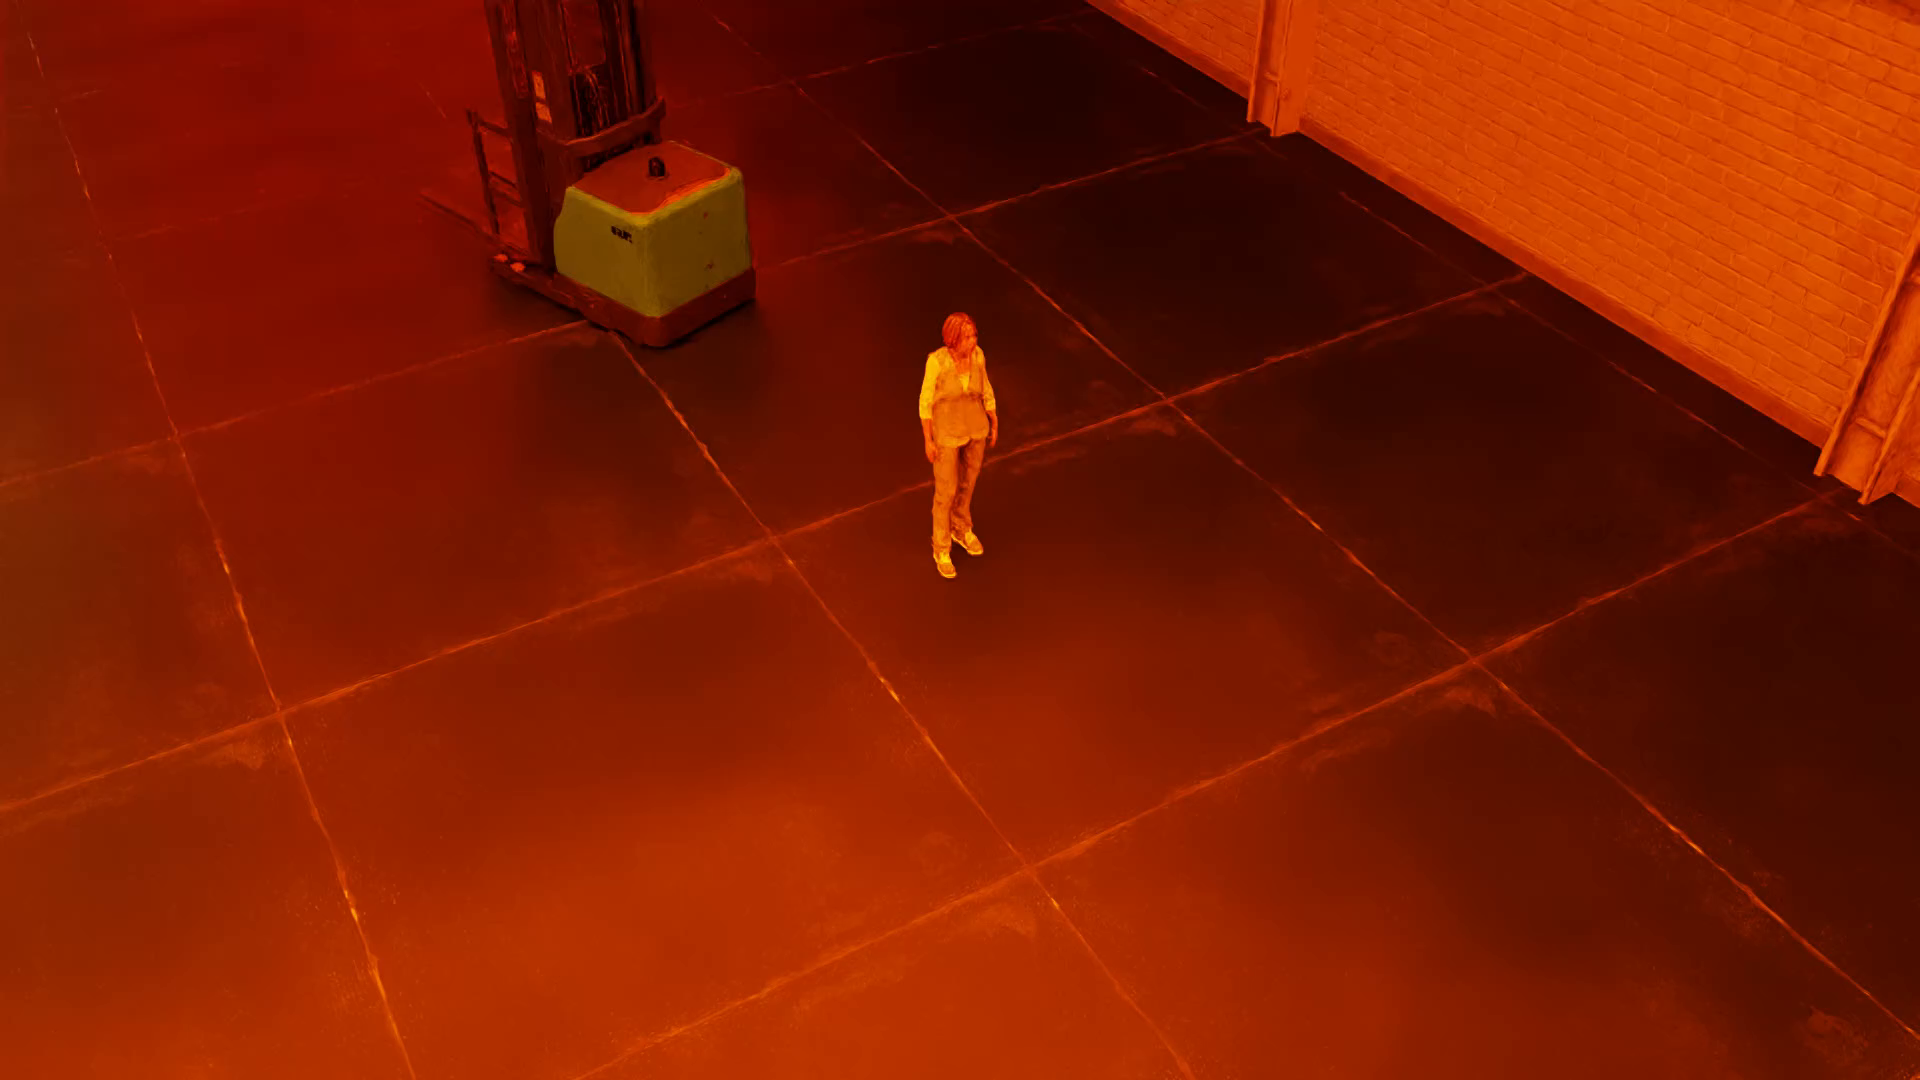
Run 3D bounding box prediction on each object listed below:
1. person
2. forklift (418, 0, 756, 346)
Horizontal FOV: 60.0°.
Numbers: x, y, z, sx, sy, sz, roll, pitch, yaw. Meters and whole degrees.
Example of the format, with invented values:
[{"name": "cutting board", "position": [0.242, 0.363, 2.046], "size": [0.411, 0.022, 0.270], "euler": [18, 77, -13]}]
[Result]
[{"name": "person", "position": [0.025, -0.575, 9.763], "size": [0.521, 1.597, 0.474], "euler": [-20, 44, -23]}, {"name": "forklift", "position": [-2.982, -3.304, 12.019], "size": [3.031, 2.935, 1.130], "euler": [28, 47, 30]}]
